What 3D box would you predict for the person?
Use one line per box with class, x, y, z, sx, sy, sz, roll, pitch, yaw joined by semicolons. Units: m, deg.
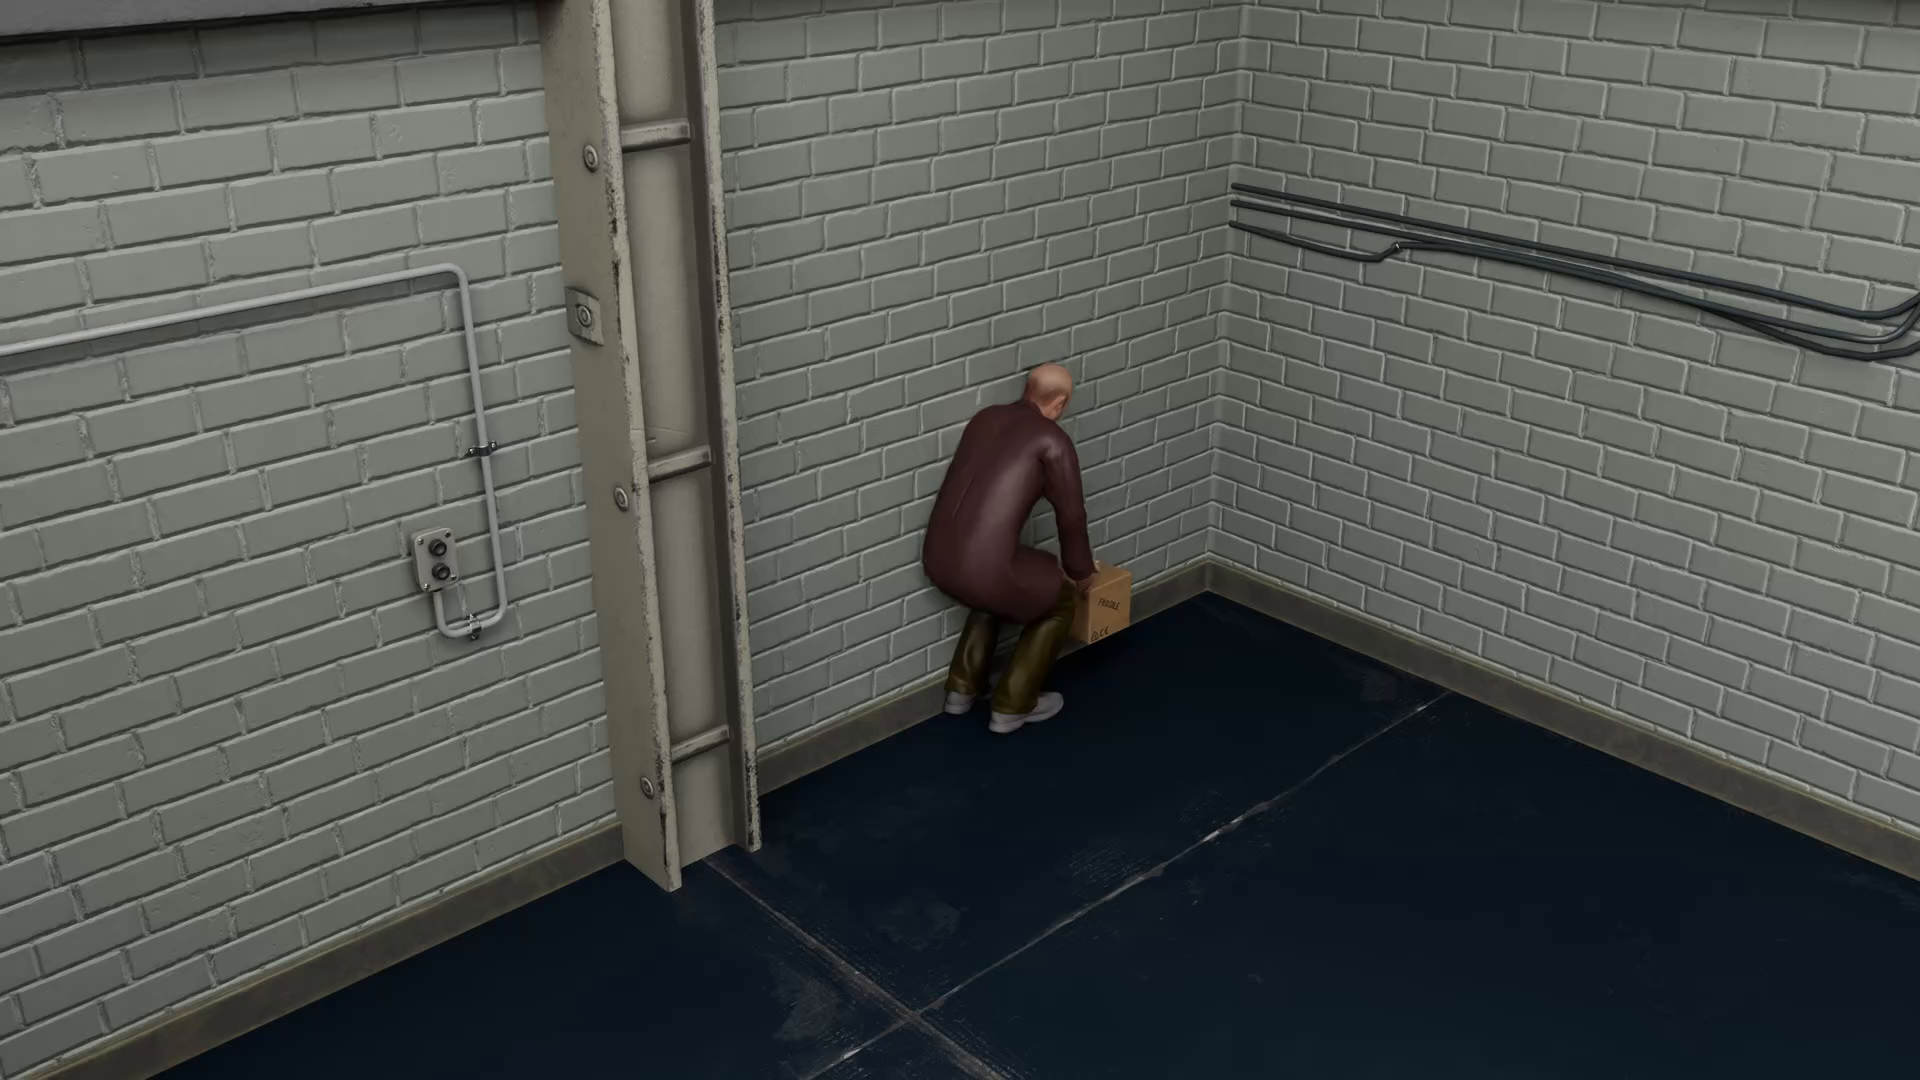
person;0.165;0.038;6.527;0.735;1.382;0.631;-21;31;-38
